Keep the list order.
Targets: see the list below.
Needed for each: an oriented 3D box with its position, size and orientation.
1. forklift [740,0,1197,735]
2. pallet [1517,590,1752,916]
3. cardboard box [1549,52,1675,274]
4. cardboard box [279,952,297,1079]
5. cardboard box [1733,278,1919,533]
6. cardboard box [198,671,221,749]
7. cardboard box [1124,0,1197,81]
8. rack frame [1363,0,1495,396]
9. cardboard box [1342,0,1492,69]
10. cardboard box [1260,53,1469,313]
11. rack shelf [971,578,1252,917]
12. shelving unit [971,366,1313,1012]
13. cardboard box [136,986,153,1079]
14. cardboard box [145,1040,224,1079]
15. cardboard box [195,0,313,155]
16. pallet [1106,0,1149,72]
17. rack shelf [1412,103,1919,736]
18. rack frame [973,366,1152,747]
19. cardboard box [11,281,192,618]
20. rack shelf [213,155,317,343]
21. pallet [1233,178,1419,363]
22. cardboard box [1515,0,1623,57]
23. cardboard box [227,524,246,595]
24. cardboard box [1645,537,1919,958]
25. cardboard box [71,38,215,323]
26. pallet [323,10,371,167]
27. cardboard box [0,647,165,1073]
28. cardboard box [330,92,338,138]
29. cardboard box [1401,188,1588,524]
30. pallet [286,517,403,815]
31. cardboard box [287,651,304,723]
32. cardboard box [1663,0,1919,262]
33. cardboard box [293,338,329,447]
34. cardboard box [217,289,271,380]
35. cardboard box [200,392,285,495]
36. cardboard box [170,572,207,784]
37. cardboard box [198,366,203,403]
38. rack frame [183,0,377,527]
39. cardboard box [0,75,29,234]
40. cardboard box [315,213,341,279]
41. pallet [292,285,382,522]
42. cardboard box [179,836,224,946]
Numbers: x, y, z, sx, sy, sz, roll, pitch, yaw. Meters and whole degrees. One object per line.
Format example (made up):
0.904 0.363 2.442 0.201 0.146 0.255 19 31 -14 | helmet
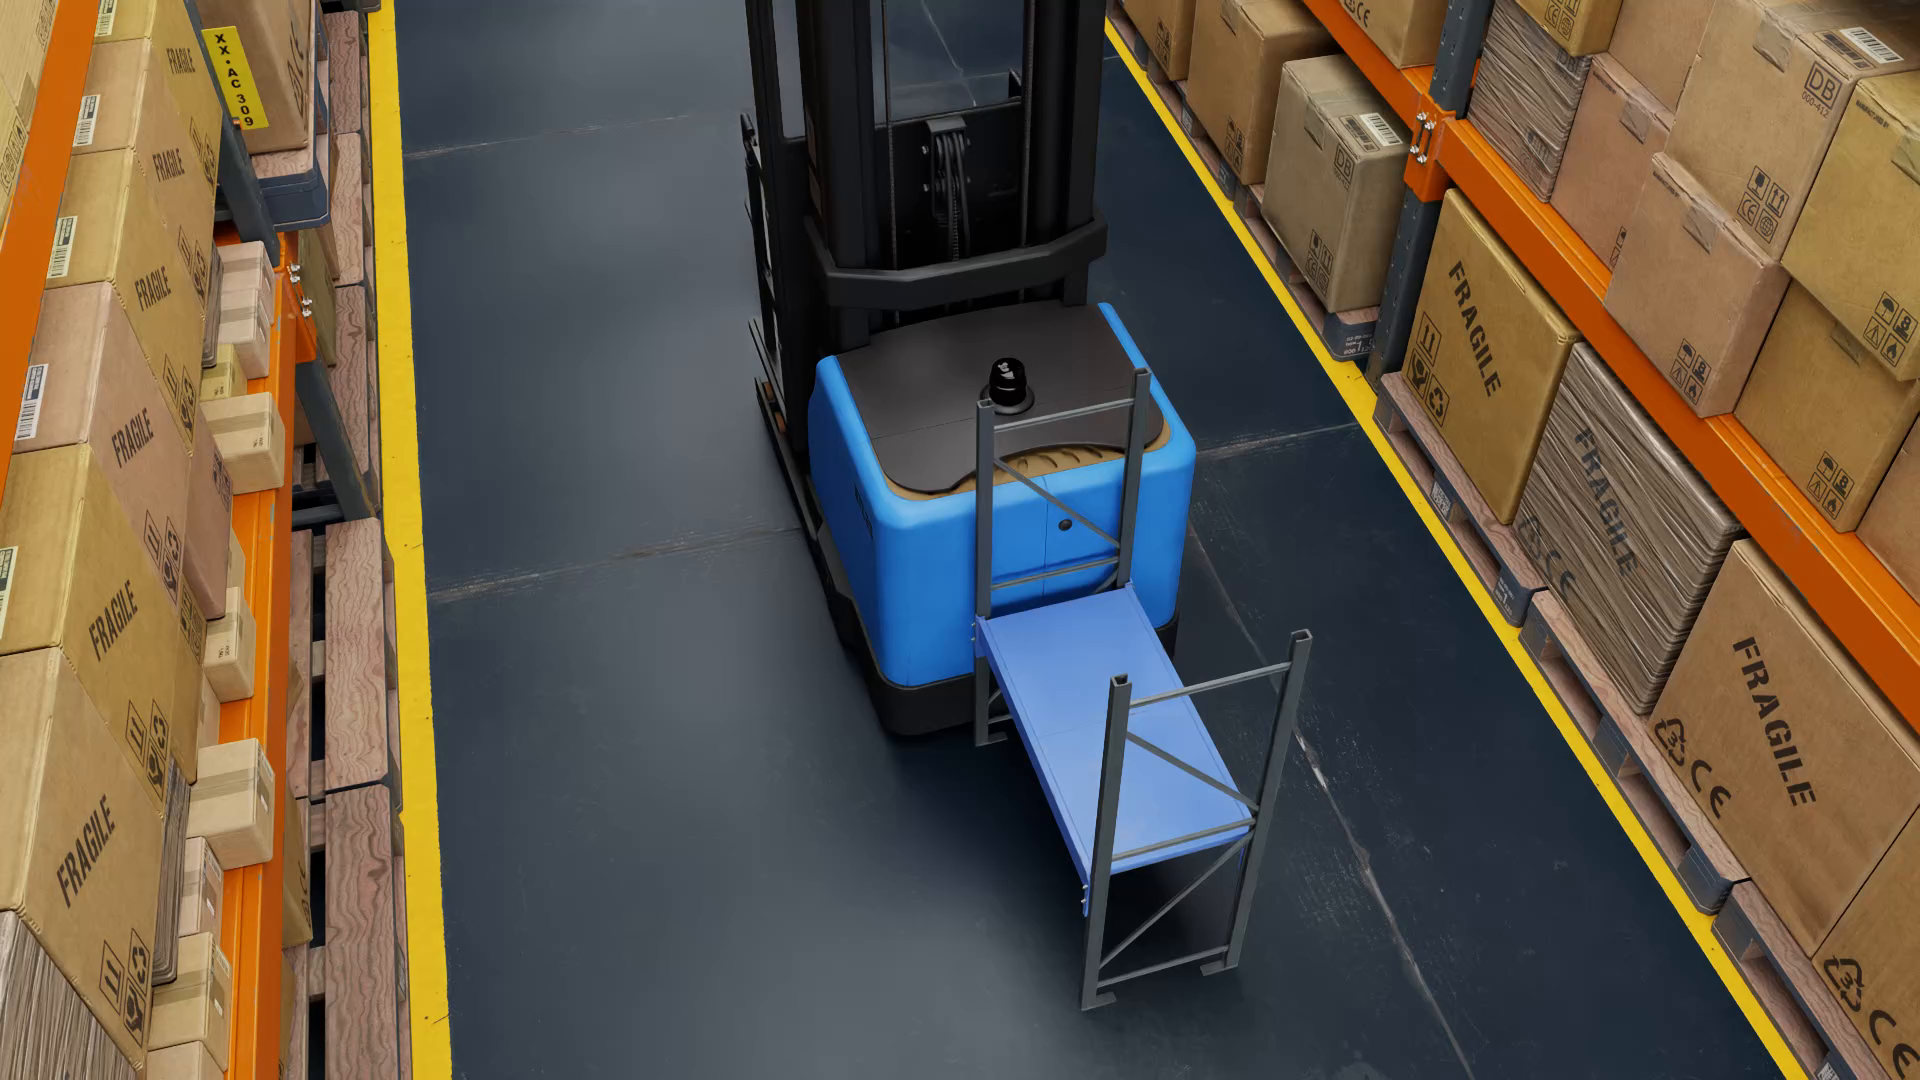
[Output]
-0.186 -1.452 5.621 1.130 2.935 3.031 -13 47 -12 | forklift
2.612 0.584 5.530 1.003 0.211 1.213 -11 47 -10 | pallet
2.446 -1.200 5.221 0.875 0.550 0.550 -11 47 -10 | cardboard box
-2.091 1.275 4.357 0.500 0.500 0.500 -7 46 -7 | cardboard box
2.703 -0.458 4.494 0.875 0.550 0.500 -11 47 -10 | cardboard box
-1.945 0.469 3.866 0.380 0.149 0.250 -11 47 -10 | cardboard box
1.449 -2.857 8.231 1.050 0.750 0.750 -10 46 -10 | cardboard box
2.177 -1.776 5.890 1.000 3.000 0.127 -11 47 -10 | rack frame
1.785 -2.122 6.159 0.500 0.500 0.500 -11 47 -11 | cardboard box
1.931 -1.547 6.947 1.050 0.750 0.750 -11 47 -11 | cardboard box
0.439 0.578 4.886 0.538 0.185 1.000 -13 47 -12 | rack shelf
0.439 0.452 4.757 0.538 1.500 1.048 -13 47 -12 | shelving unit
-1.978 0.976 2.915 0.875 0.500 0.500 -11 47 -10 | cardboard box
-1.641 1.150 3.198 0.380 0.149 0.250 -11 47 -10 | cardboard box
-2.712 -1.870 5.268 1.000 1.000 1.000 -10 46 -10 | cardboard box
1.282 -3.003 9.045 1.003 0.211 1.213 -11 47 -10 | pallet
2.689 -0.143 4.794 1.077 0.370 4.000 -11 47 -10 | rack shelf
0.288 0.105 5.097 0.500 1.500 0.032 -13 47 -12 | rack frame
-1.881 -0.131 3.300 0.500 0.500 0.500 -11 47 -10 | cardboard box
-3.156 -2.068 6.680 1.077 0.370 4.000 -11 47 -10 | rack shelf
1.907 -1.319 7.394 1.003 0.211 1.213 -11 47 -10 | pallet
2.238 -1.945 5.195 0.875 0.550 0.550 -11 47 -10 | cardboard box
-2.032 0.116 4.212 0.380 0.149 0.250 -11 47 -10 | cardboard box
2.736 0.519 4.834 0.875 0.875 0.875 -11 47 -11 | cardboard box
-2.133 -0.822 3.977 0.500 0.500 0.500 -11 47 -10 | cardboard box
-3.469 -2.184 8.243 1.003 0.211 1.213 -11 47 -10 | pallet
-1.618 0.558 2.625 0.500 0.500 0.500 -11 47 -10 | cardboard box
-3.322 -2.140 7.689 0.700 0.500 0.500 -14 47 -14 | cardboard box
2.270 -0.732 6.061 0.875 0.875 0.875 -10 46 -10 | cardboard box
-2.437 0.495 5.617 1.003 0.211 1.213 -11 47 -10 | pallet
-2.426 0.467 5.148 0.500 0.500 0.500 3 46 2 | cardboard box
2.497 -1.189 4.454 0.875 0.550 0.550 -11 47 -10 | cardboard box
-2.780 -0.645 6.224 0.700 0.500 0.500 -14 47 -13 | cardboard box
-2.250 -0.582 4.896 0.380 0.149 0.250 -11 47 -10 | cardboard box
-2.072 -0.246 4.567 0.380 0.149 0.250 -11 47 -10 | cardboard box
-2.181 0.276 3.601 0.875 0.500 0.500 -11 47 -10 | cardboard box
-2.494 -0.404 4.267 0.875 0.500 0.500 -11 47 -10 | cardboard box
-2.644 -0.939 5.070 1.000 3.000 0.127 -11 47 -10 | rack frame
-1.892 -0.610 2.753 0.500 0.250 0.500 -9 46 -9 | cardboard box
-3.028 -1.364 6.929 0.700 0.500 0.500 -14 47 -14 | cardboard box
-2.844 -0.500 6.592 1.003 0.211 1.213 -11 47 -10 | pallet
-1.789 0.809 3.533 0.380 0.149 0.250 -11 47 -10 | cardboard box
